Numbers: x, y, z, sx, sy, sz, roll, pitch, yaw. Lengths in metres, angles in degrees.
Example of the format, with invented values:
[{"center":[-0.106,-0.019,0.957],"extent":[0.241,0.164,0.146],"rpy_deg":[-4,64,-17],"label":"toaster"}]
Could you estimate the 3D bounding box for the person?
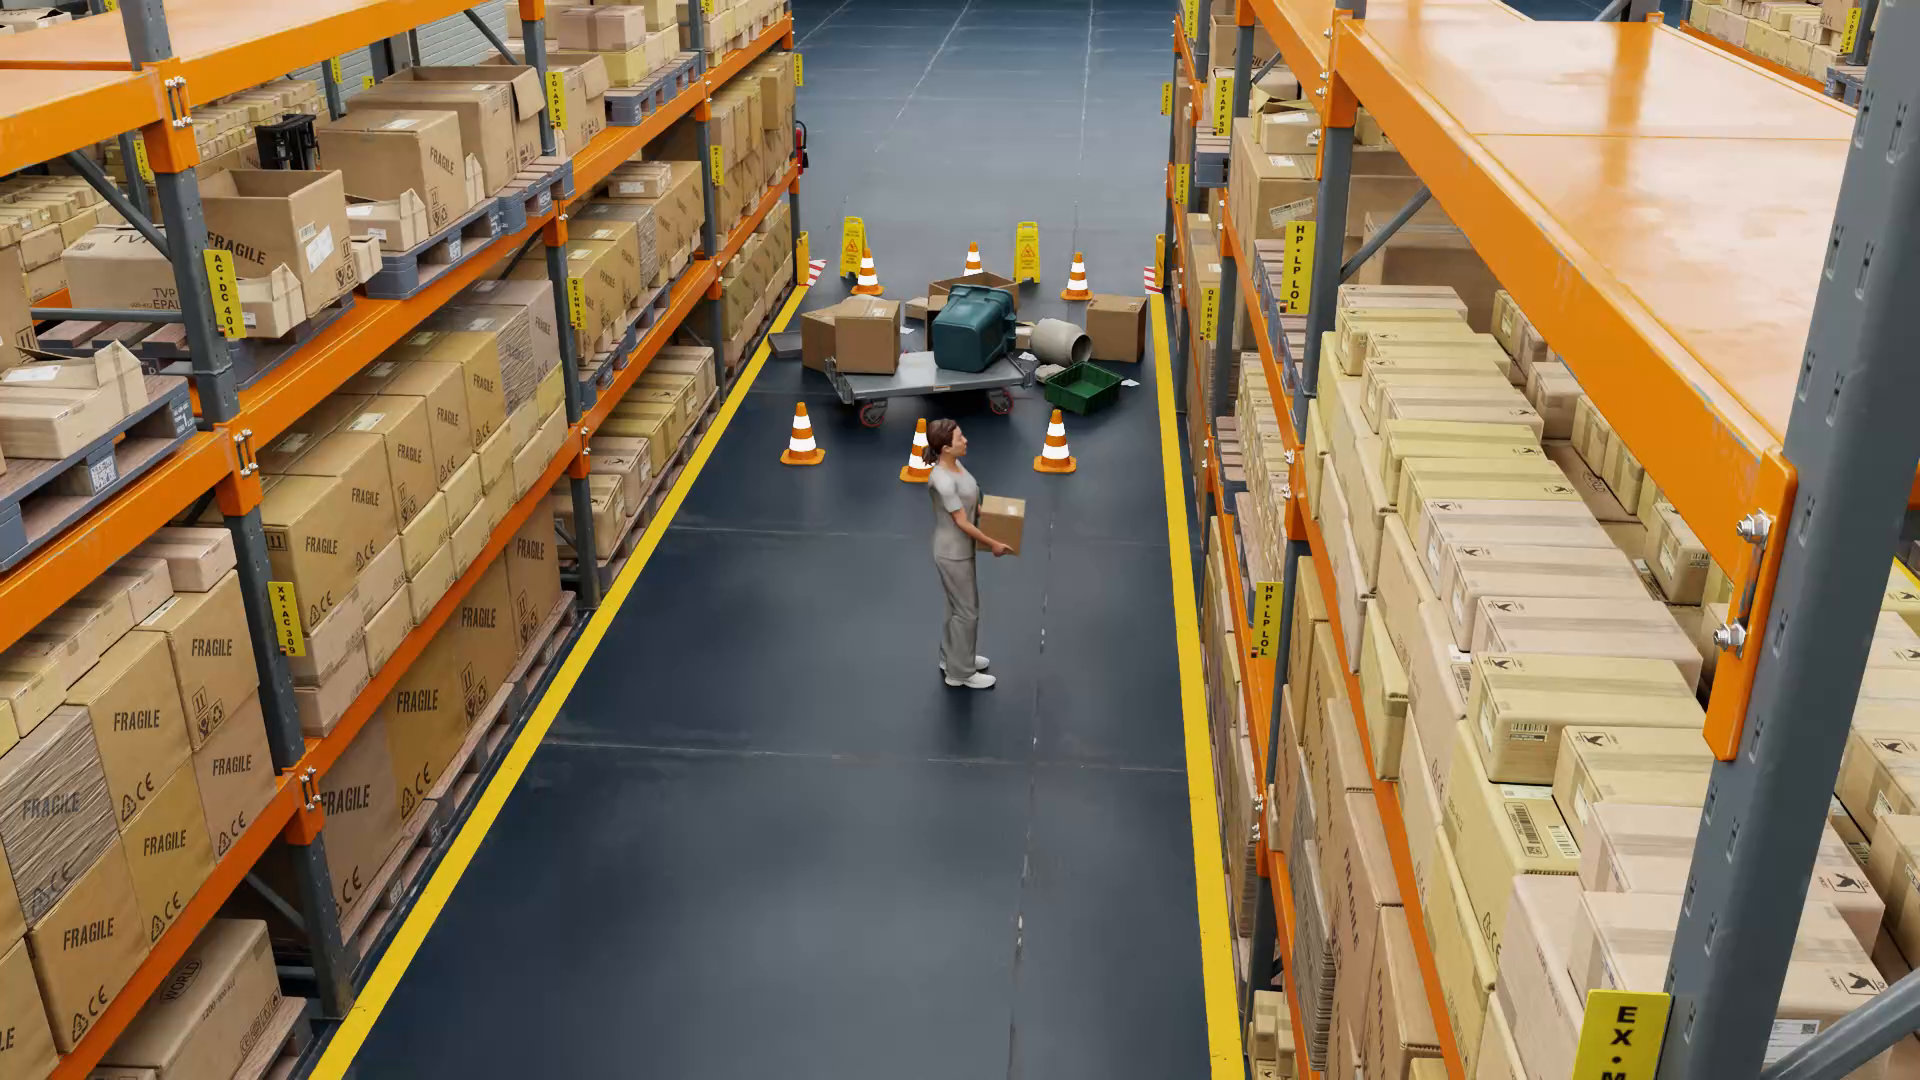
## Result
[{"center":[0.043,0.072,9.850],"extent":[0.558,1.663,0.439],"rpy_deg":[2,25,4],"label":"person"}]
